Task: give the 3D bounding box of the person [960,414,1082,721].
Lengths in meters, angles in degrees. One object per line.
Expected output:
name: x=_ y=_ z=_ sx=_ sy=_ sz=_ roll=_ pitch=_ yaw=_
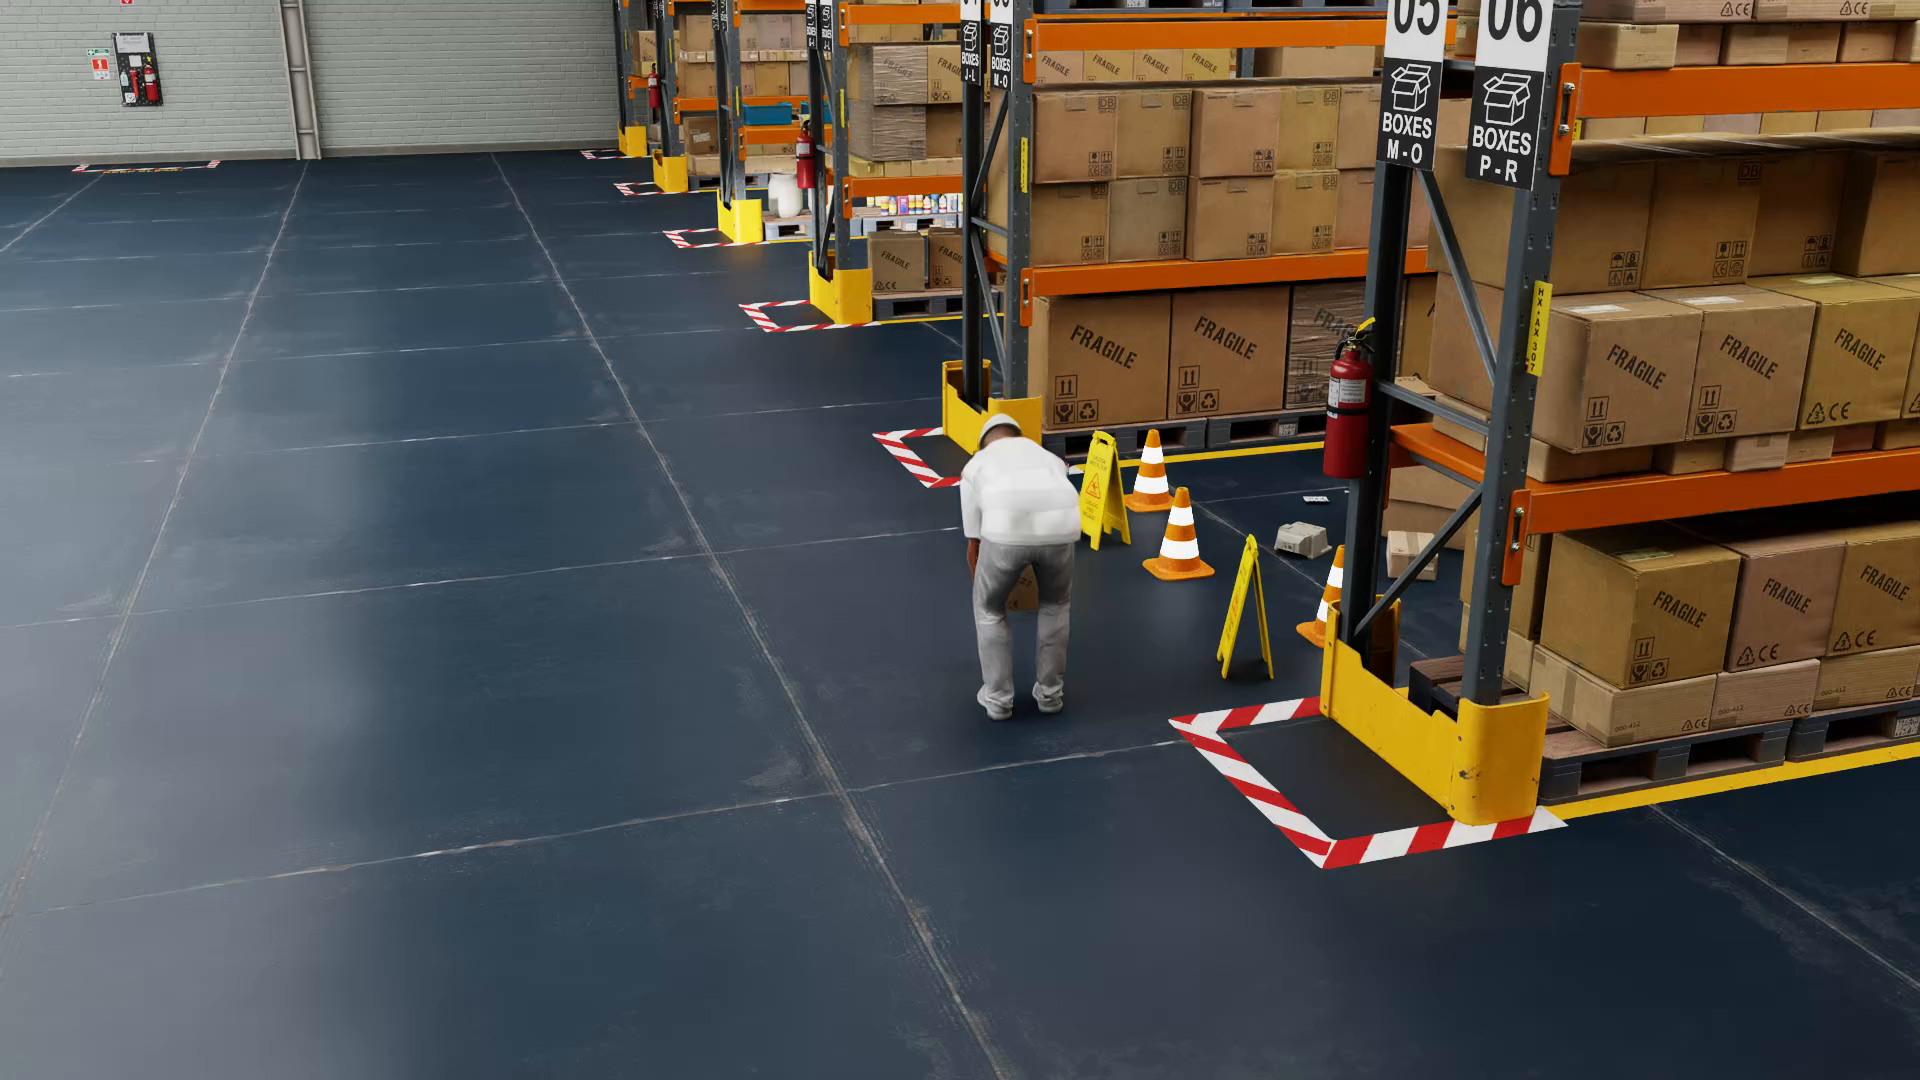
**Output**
person: x=0.243 y=0.109 z=7.454 sx=0.476 sy=1.192 sz=0.967 roll=-3 pitch=19 yaw=-8
